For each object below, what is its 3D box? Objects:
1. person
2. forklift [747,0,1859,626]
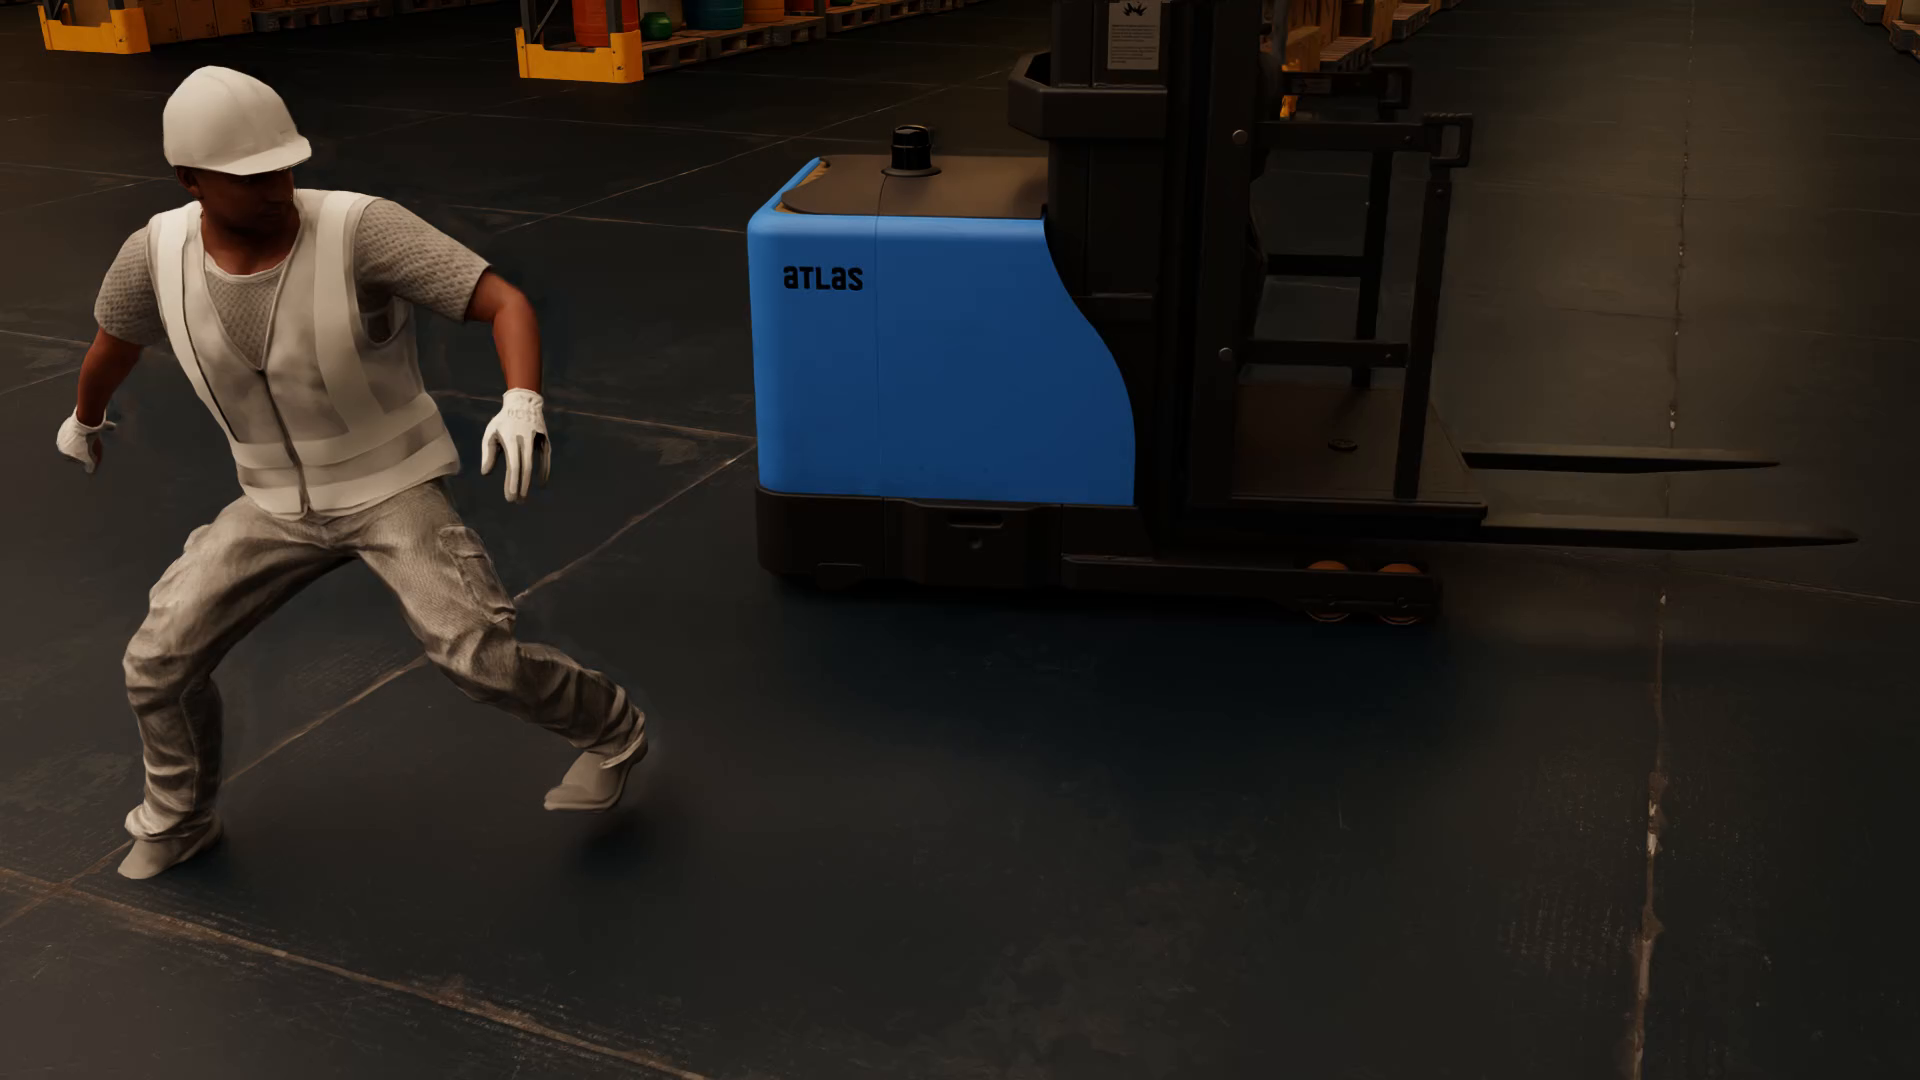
[{"bbox_3d":[-1.306,-0.070,3.274,1.232,1.696,0.556,4,23,9],"label":"person"},{"bbox_3d":[0.972,-1.335,4.486,3.031,2.935,1.130,2,23,5],"label":"forklift"}]
